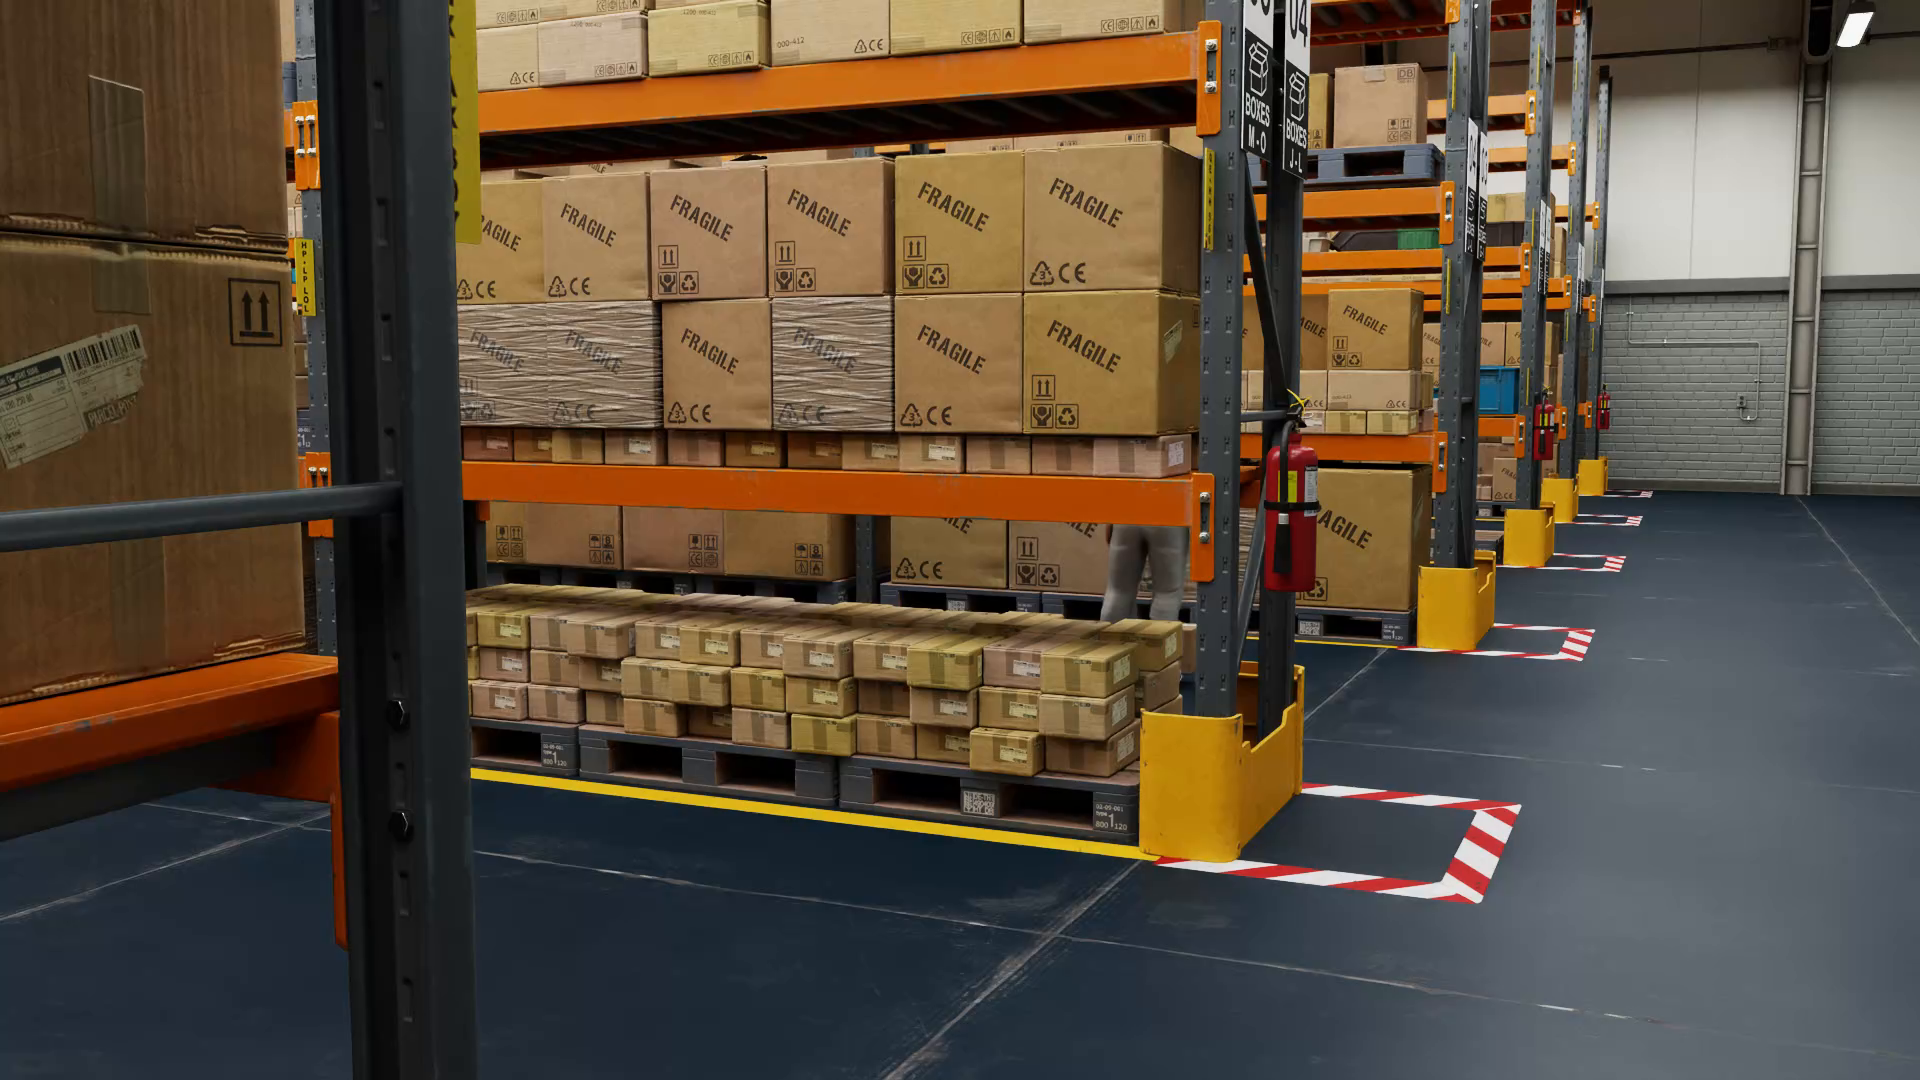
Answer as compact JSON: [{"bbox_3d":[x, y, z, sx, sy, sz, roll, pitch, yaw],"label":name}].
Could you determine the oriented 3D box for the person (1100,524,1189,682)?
[{"bbox_3d":[1.022,-0.103,8.935,0.592,1.766,0.409,3,6,29],"label":"person"}]
